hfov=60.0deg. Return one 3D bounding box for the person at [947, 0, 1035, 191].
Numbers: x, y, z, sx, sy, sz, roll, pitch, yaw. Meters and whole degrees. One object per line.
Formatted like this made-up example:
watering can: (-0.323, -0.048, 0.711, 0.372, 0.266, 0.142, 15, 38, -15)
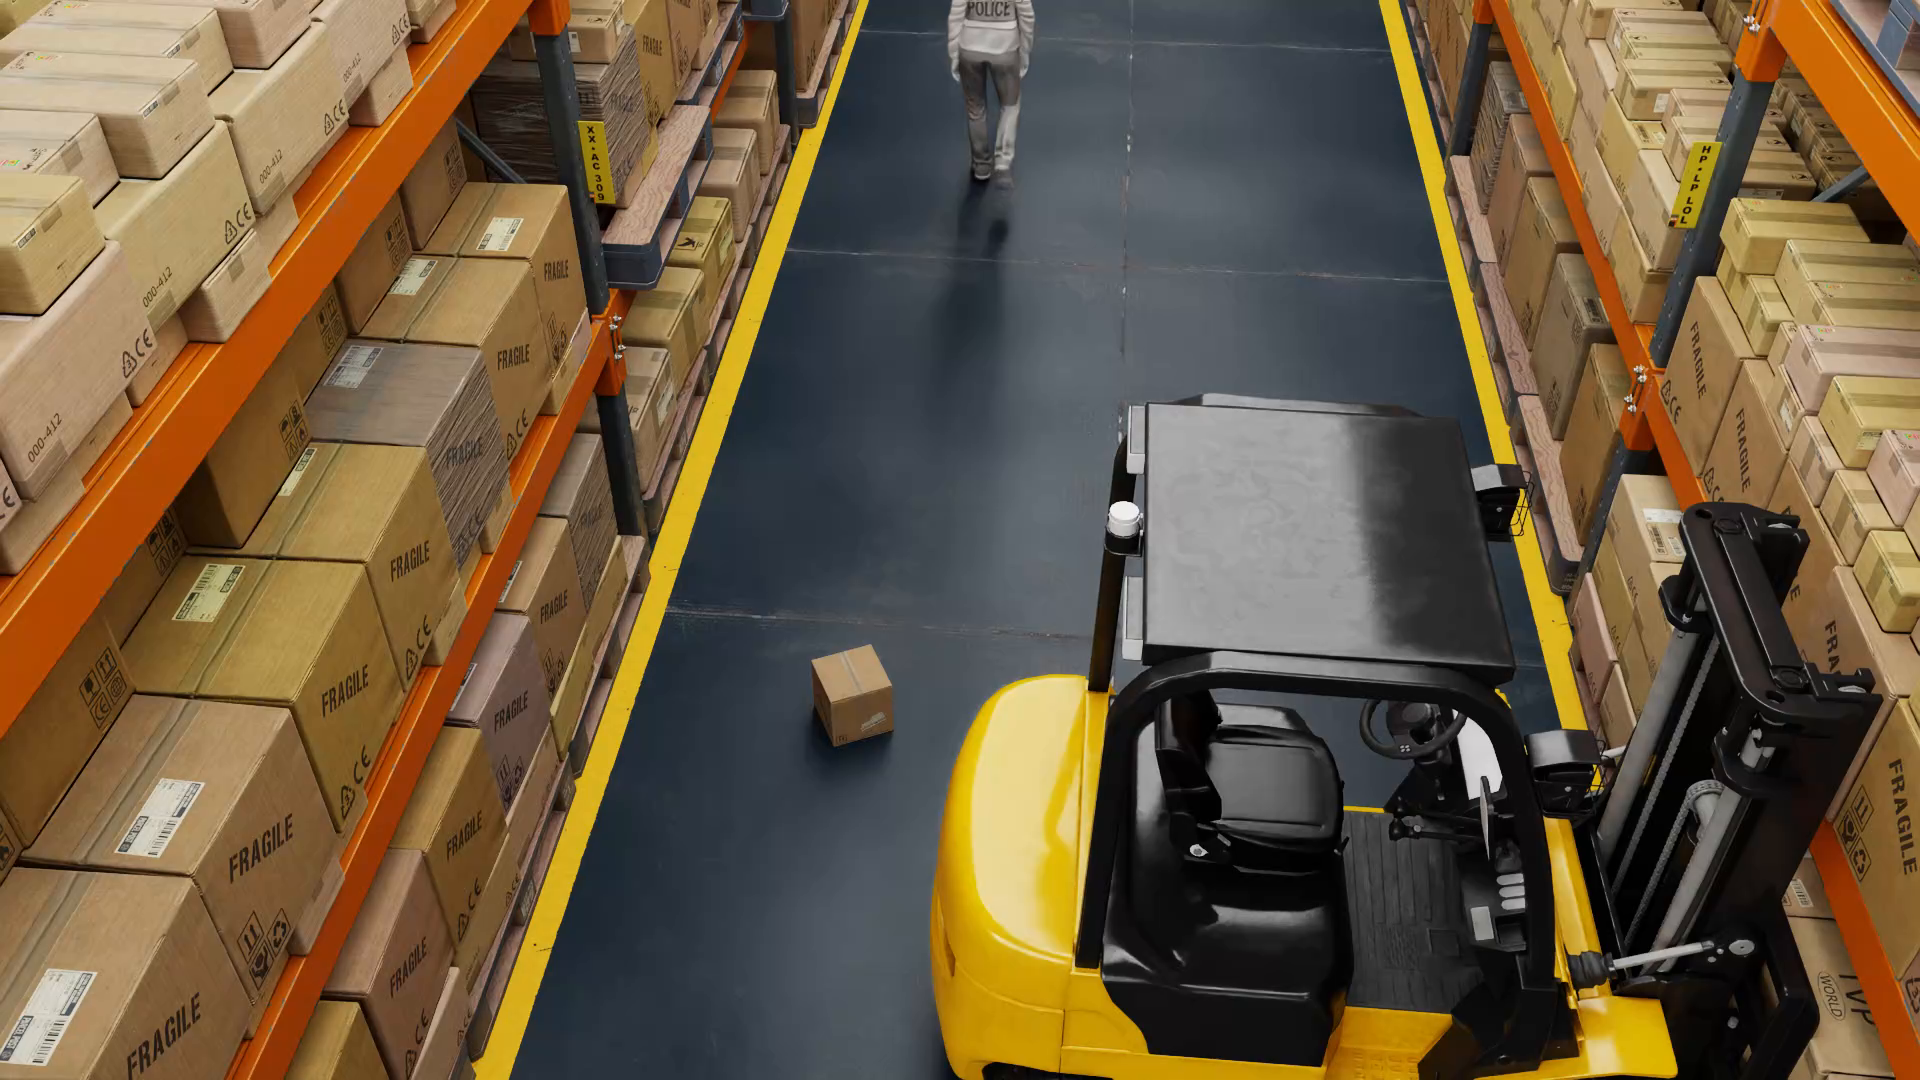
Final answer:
person: (0.172, -2.740, 9.342, 0.485, 1.669, 0.679, 2, 40, 2)
